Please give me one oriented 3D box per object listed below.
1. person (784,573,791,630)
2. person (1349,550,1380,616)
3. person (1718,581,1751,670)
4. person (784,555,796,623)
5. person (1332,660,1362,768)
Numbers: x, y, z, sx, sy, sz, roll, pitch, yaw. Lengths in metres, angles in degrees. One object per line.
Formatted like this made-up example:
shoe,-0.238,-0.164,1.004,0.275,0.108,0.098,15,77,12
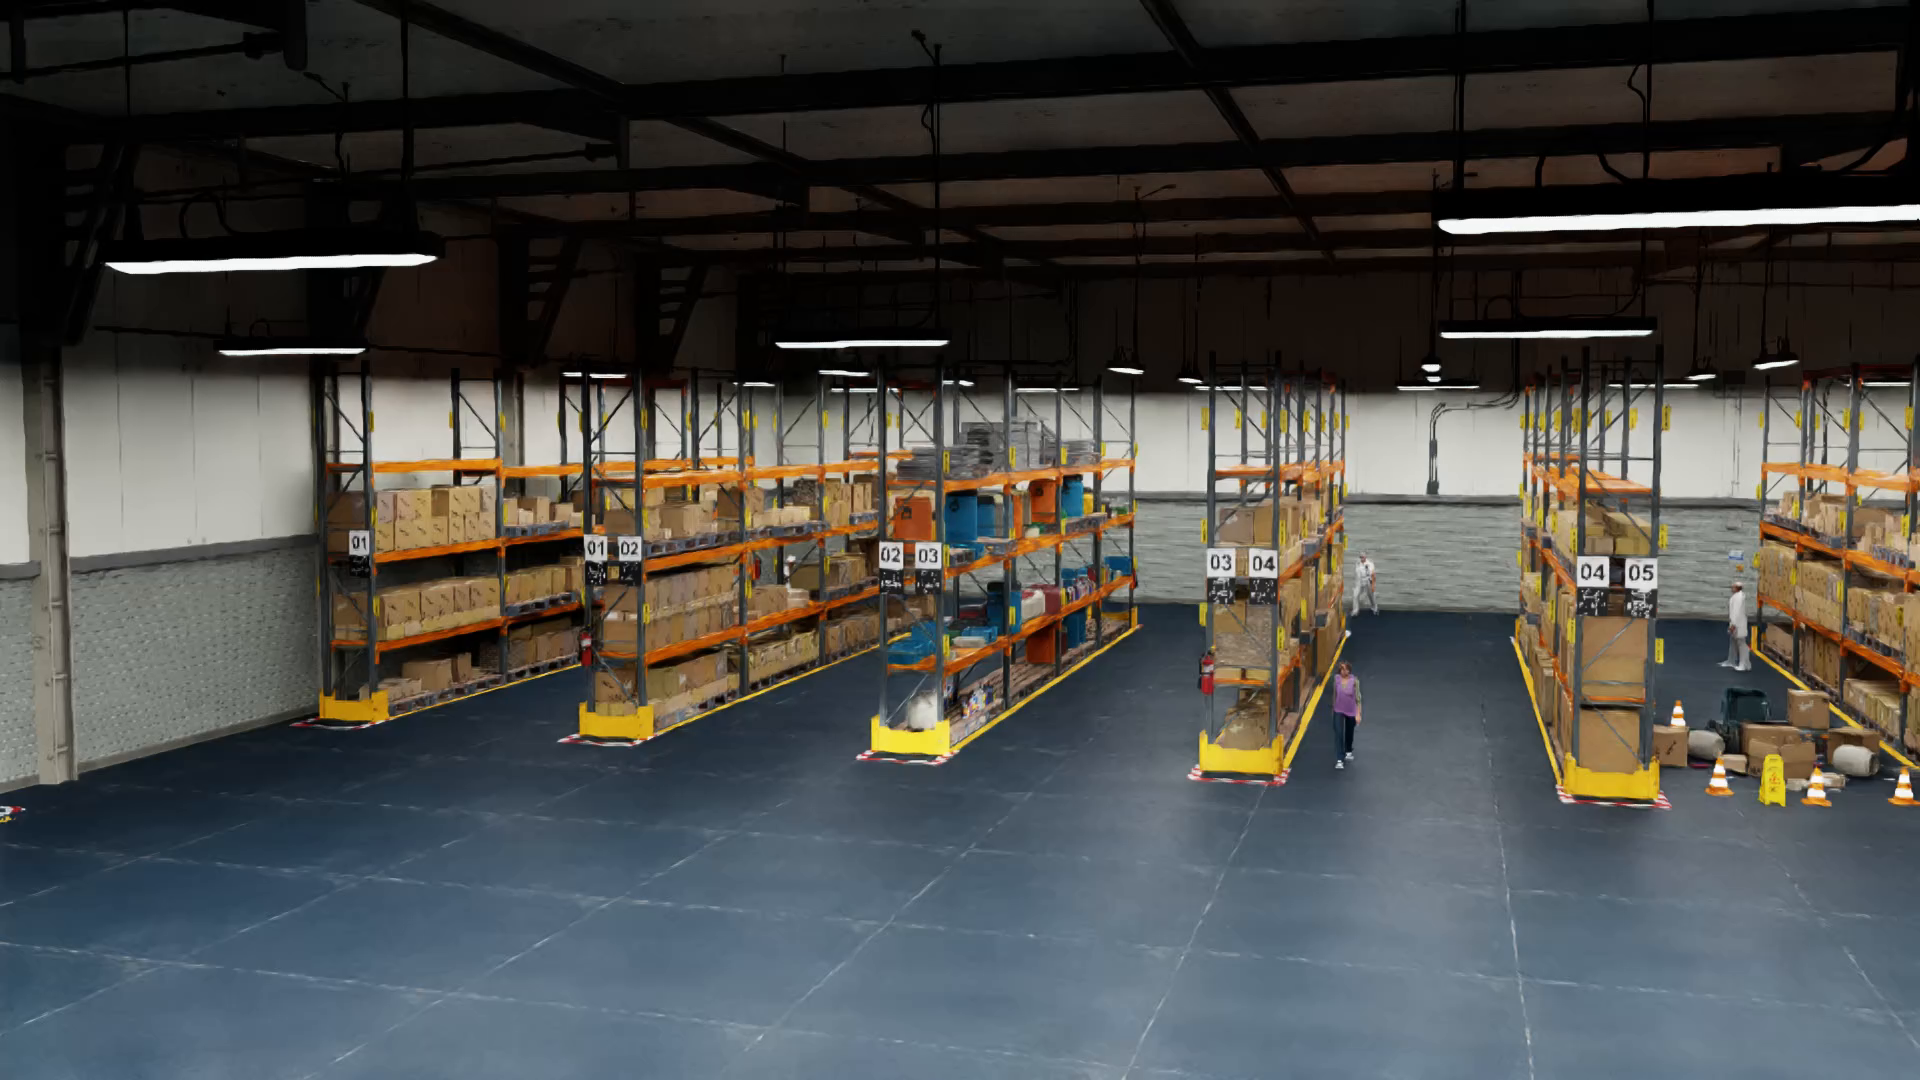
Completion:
person,-3.972,1.527,37.356,0.495,1.577,1.086,1,4,18
person,10.413,1.100,42.735,0.580,1.702,0.982,3,5,37
person,15.632,1.701,33.517,0.627,1.771,0.710,2,5,28
person,-4.105,1.230,40.807,0.702,1.734,0.549,1,4,14
person,5.623,2.497,24.179,0.432,1.539,0.948,1,4,15
